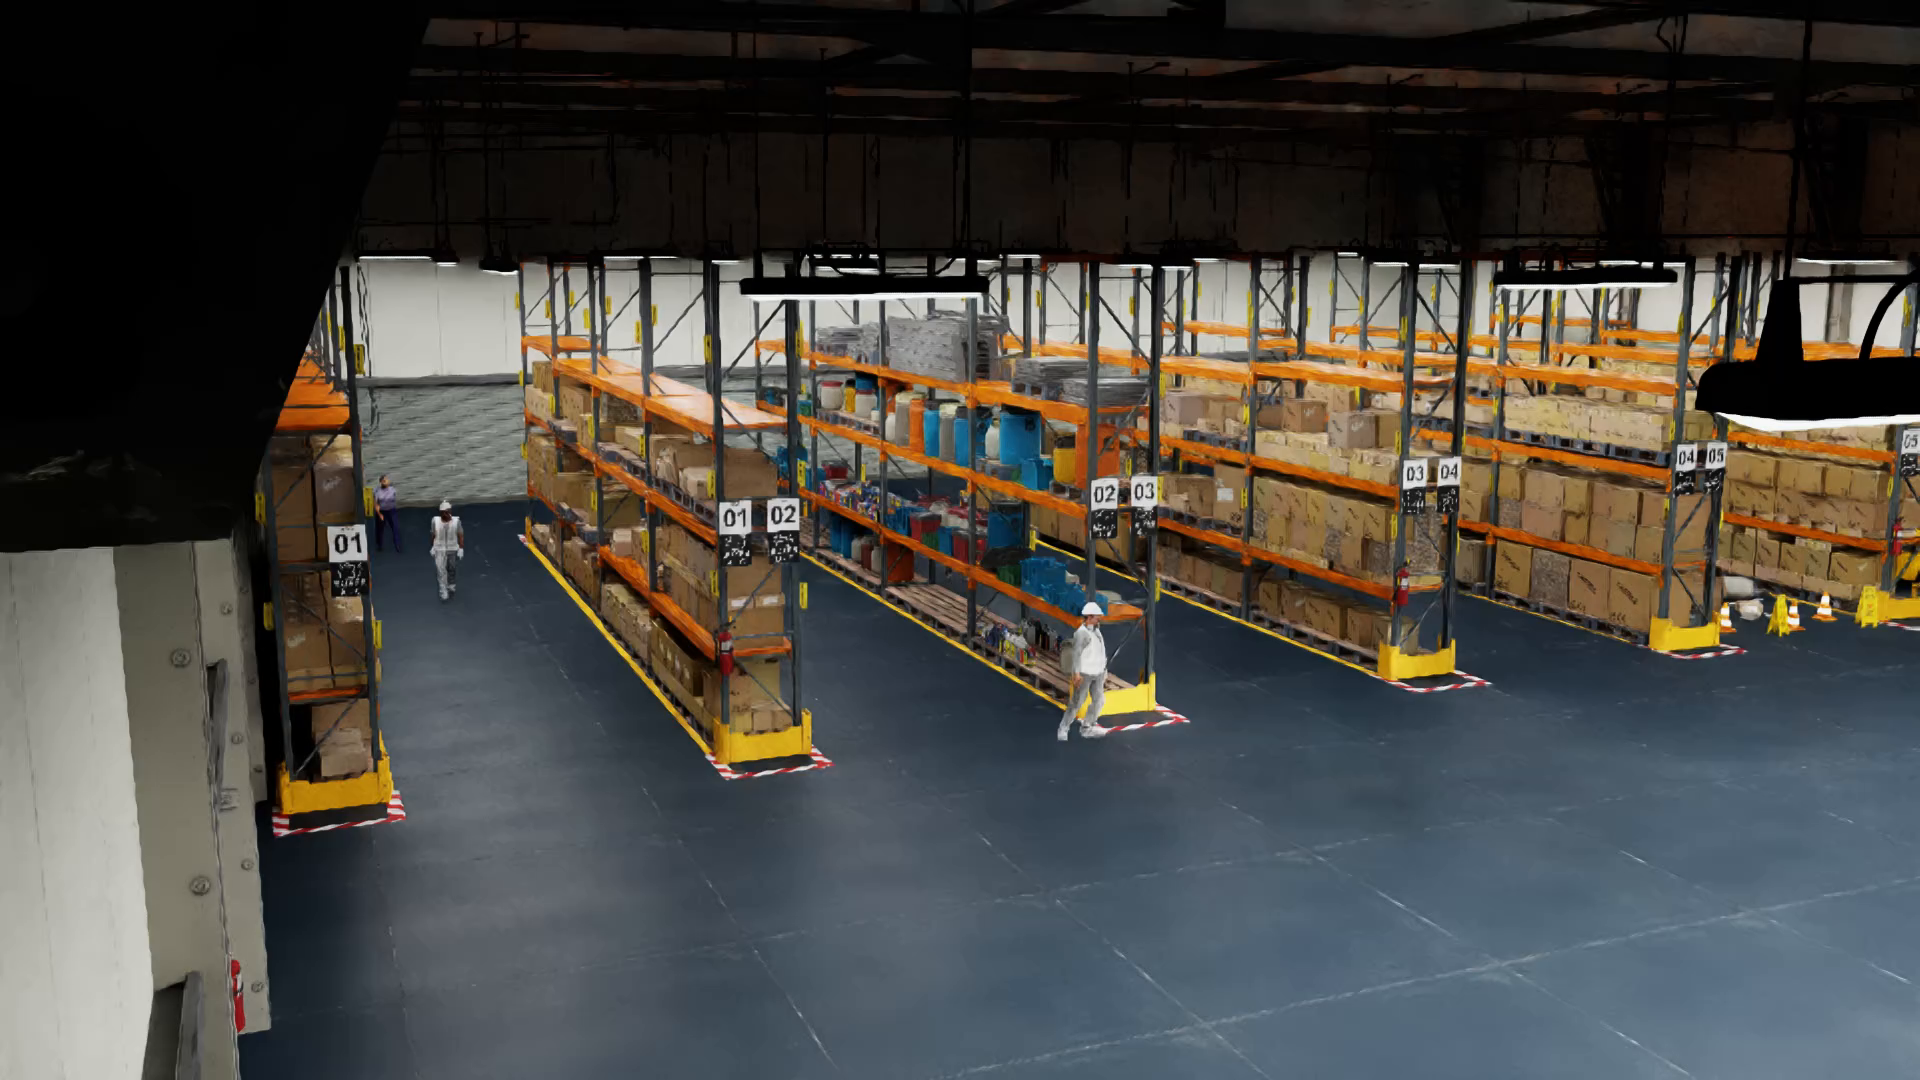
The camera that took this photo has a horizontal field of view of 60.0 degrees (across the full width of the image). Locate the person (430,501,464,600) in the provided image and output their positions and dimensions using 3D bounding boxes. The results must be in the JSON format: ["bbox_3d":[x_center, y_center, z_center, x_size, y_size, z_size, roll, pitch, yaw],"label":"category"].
[{"bbox_3d":[-9.046,0.151,29.369,0.562,1.704,1.104,-5,11,-24],"label":"person"}]

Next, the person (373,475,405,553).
[{"bbox_3d":[-11.564,-0.533,33.490,0.478,1.580,1.000,-6,12,-30],"label":"person"}]

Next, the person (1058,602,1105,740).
[{"bbox_3d":[1.543,1.668,21.113,0.506,1.750,0.694,6,12,31],"label":"person"}]

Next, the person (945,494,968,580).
[{"bbox_3d":[-0.003,-0.072,30.881,0.584,1.644,0.659,-6,12,-30],"label":"person"}]

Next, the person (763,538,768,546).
[{"bbox_3d":[-3.905,-0.334,32.200,0.542,1.645,1.126,-4,11,-20],"label":"person"}]
